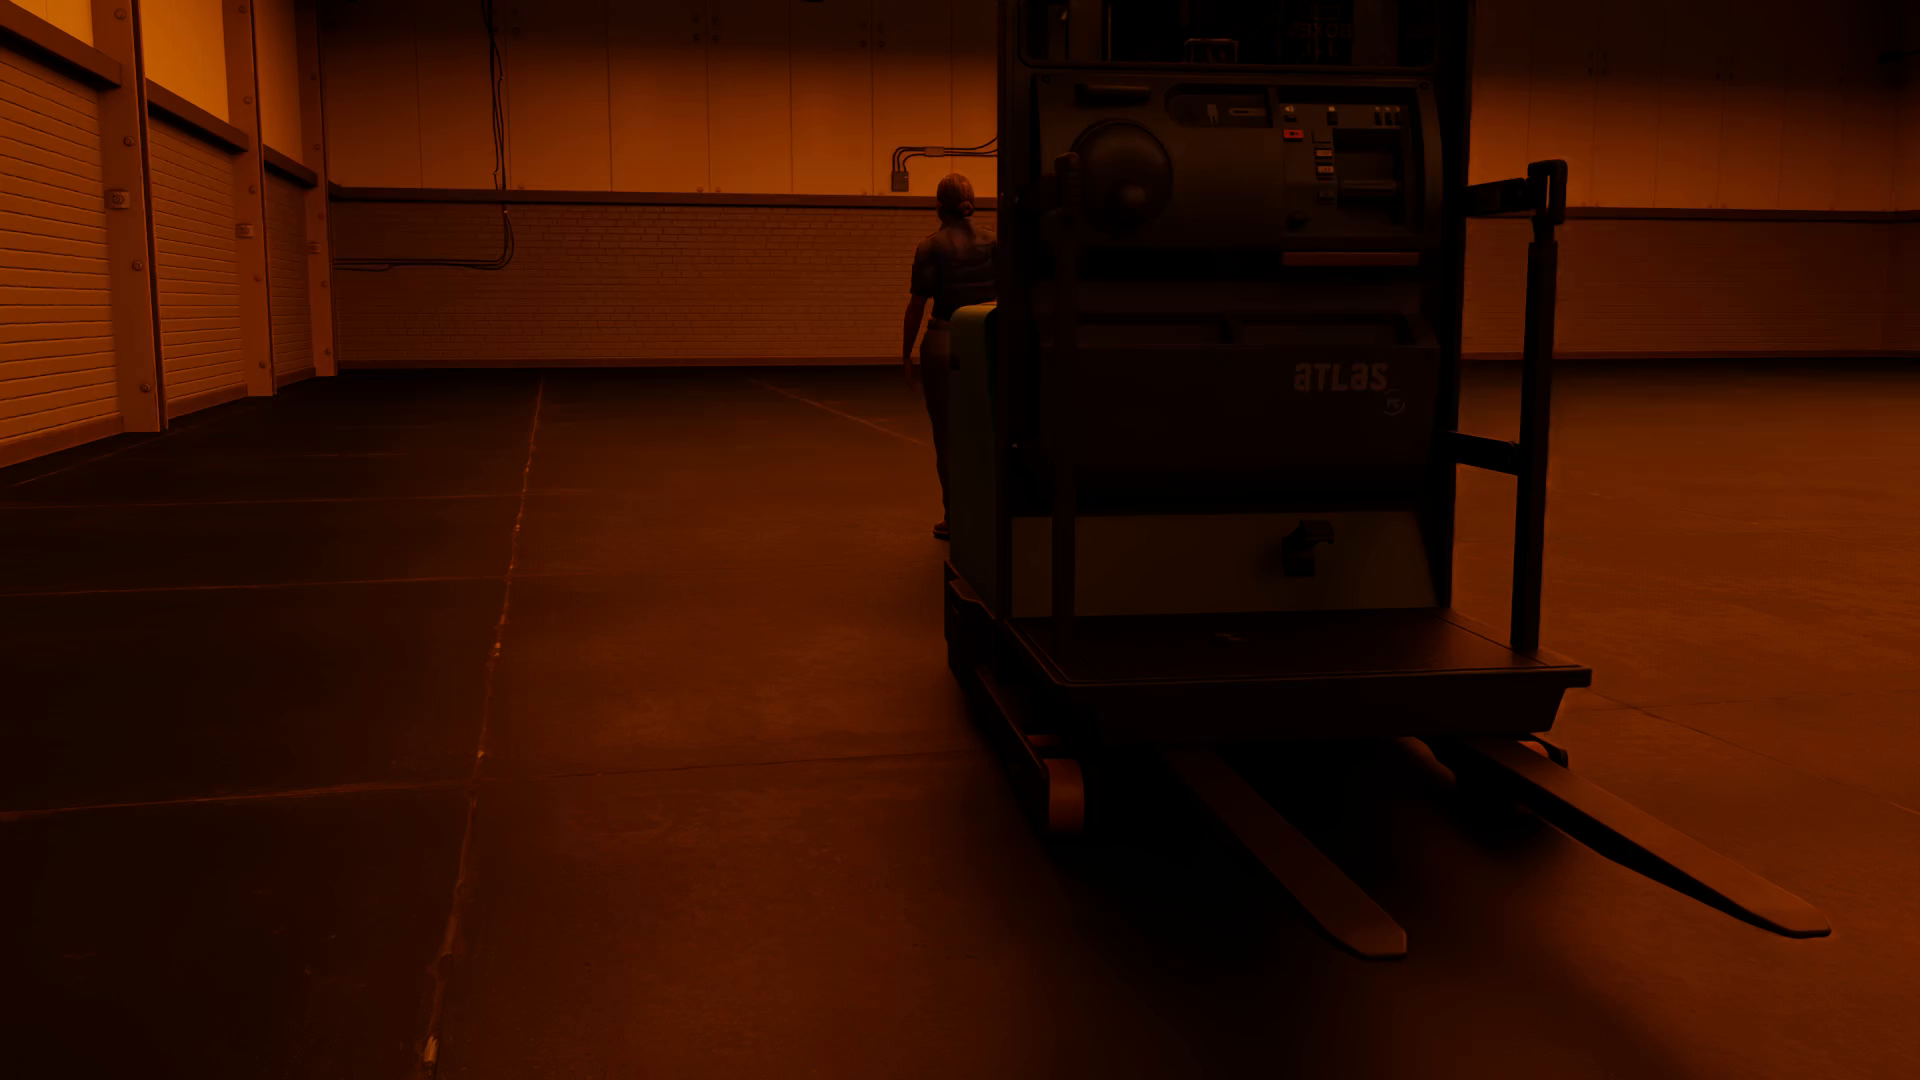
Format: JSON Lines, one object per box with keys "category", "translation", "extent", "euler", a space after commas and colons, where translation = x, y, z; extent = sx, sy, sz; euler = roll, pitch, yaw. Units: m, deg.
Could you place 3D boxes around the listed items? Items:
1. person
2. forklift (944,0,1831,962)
{"category": "person", "translation": [-0.001, -0.839, 7.680], "extent": [0.569, 1.654, 0.504], "euler": [-2, 8, -13]}
{"category": "forklift", "translation": [0.662, -0.897, 3.543], "extent": [1.130, 2.935, 3.031], "euler": [-1, 8, -8]}
